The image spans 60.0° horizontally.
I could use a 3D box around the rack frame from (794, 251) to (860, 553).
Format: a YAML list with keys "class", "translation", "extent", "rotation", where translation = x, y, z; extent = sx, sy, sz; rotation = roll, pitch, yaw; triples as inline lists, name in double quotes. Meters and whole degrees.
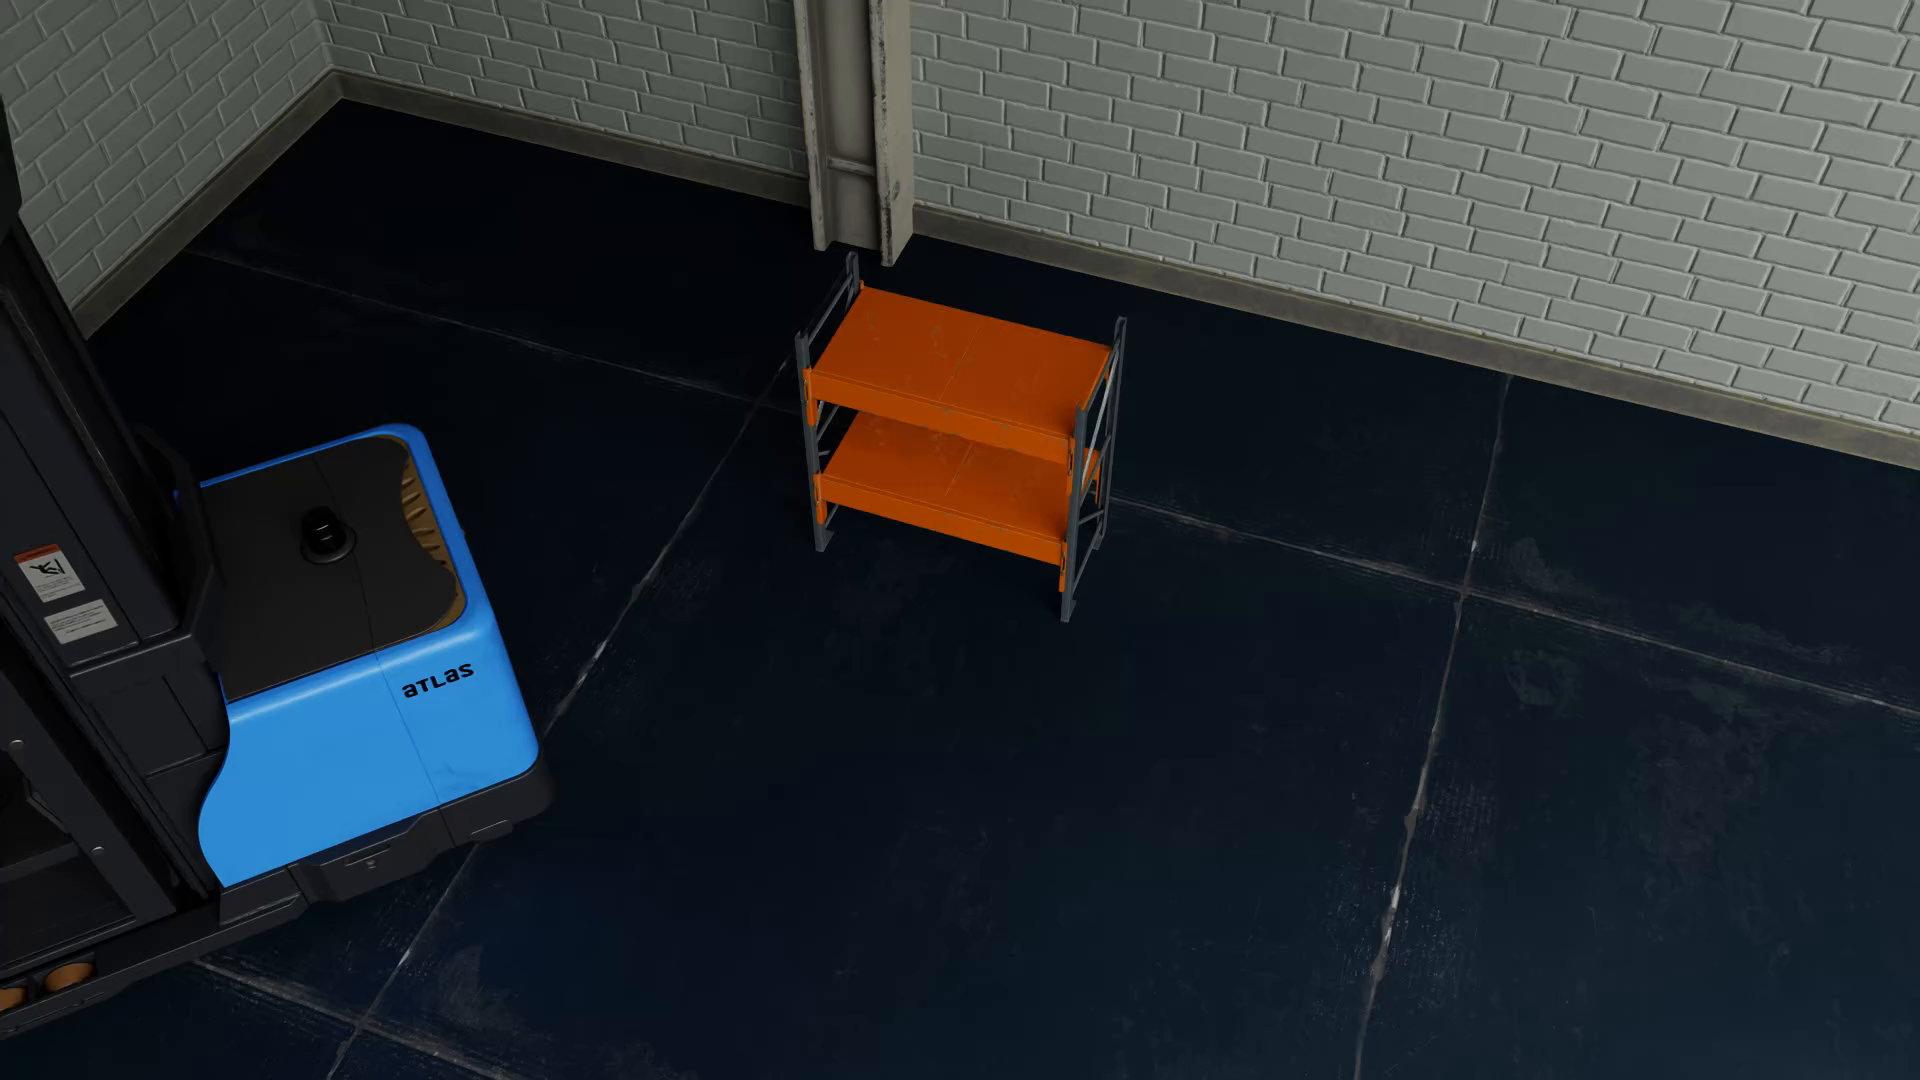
- class: "rack frame"
  translation: [-0.471, -0.500, 6.305]
  extent: [0.032, 1.125, 0.500]
  rotation: [16, 51, 13]

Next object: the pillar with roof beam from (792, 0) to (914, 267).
- class: "pillar with roof beam"
  translation: [-1.943, -1.320, 1.806]
  extent: [0.400, 9.000, 9.100]
  rotation: [16, 51, 13]

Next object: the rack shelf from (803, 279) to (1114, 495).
- class: "rack shelf"
  translation: [0.006, -0.558, 5.969]
  extent: [1.000, 0.278, 0.538]
  rotation: [16, 51, 13]

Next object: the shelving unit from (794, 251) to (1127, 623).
- class: "shelving unit"
  translation: [0.006, -0.367, 6.190]
  extent: [1.048, 1.125, 0.538]
  rotation: [16, 51, 13]

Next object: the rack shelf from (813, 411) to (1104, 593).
- class: "rack shelf"
  translation: [0.006, -0.206, 6.375]
  extent: [1.000, 0.278, 0.538]
  rotation: [16, 51, 13]

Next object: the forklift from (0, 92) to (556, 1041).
- class: "forklift"
  translation: [-2.956, 0.147, 4.550]
  extent: [3.031, 2.935, 1.130]
  rotation: [-20, 52, -17]

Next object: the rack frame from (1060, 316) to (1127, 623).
- class: "rack frame"
  translation: [0.483, -0.234, 6.075]
  extent: [0.032, 1.125, 0.500]
  rotation: [16, 51, 13]
